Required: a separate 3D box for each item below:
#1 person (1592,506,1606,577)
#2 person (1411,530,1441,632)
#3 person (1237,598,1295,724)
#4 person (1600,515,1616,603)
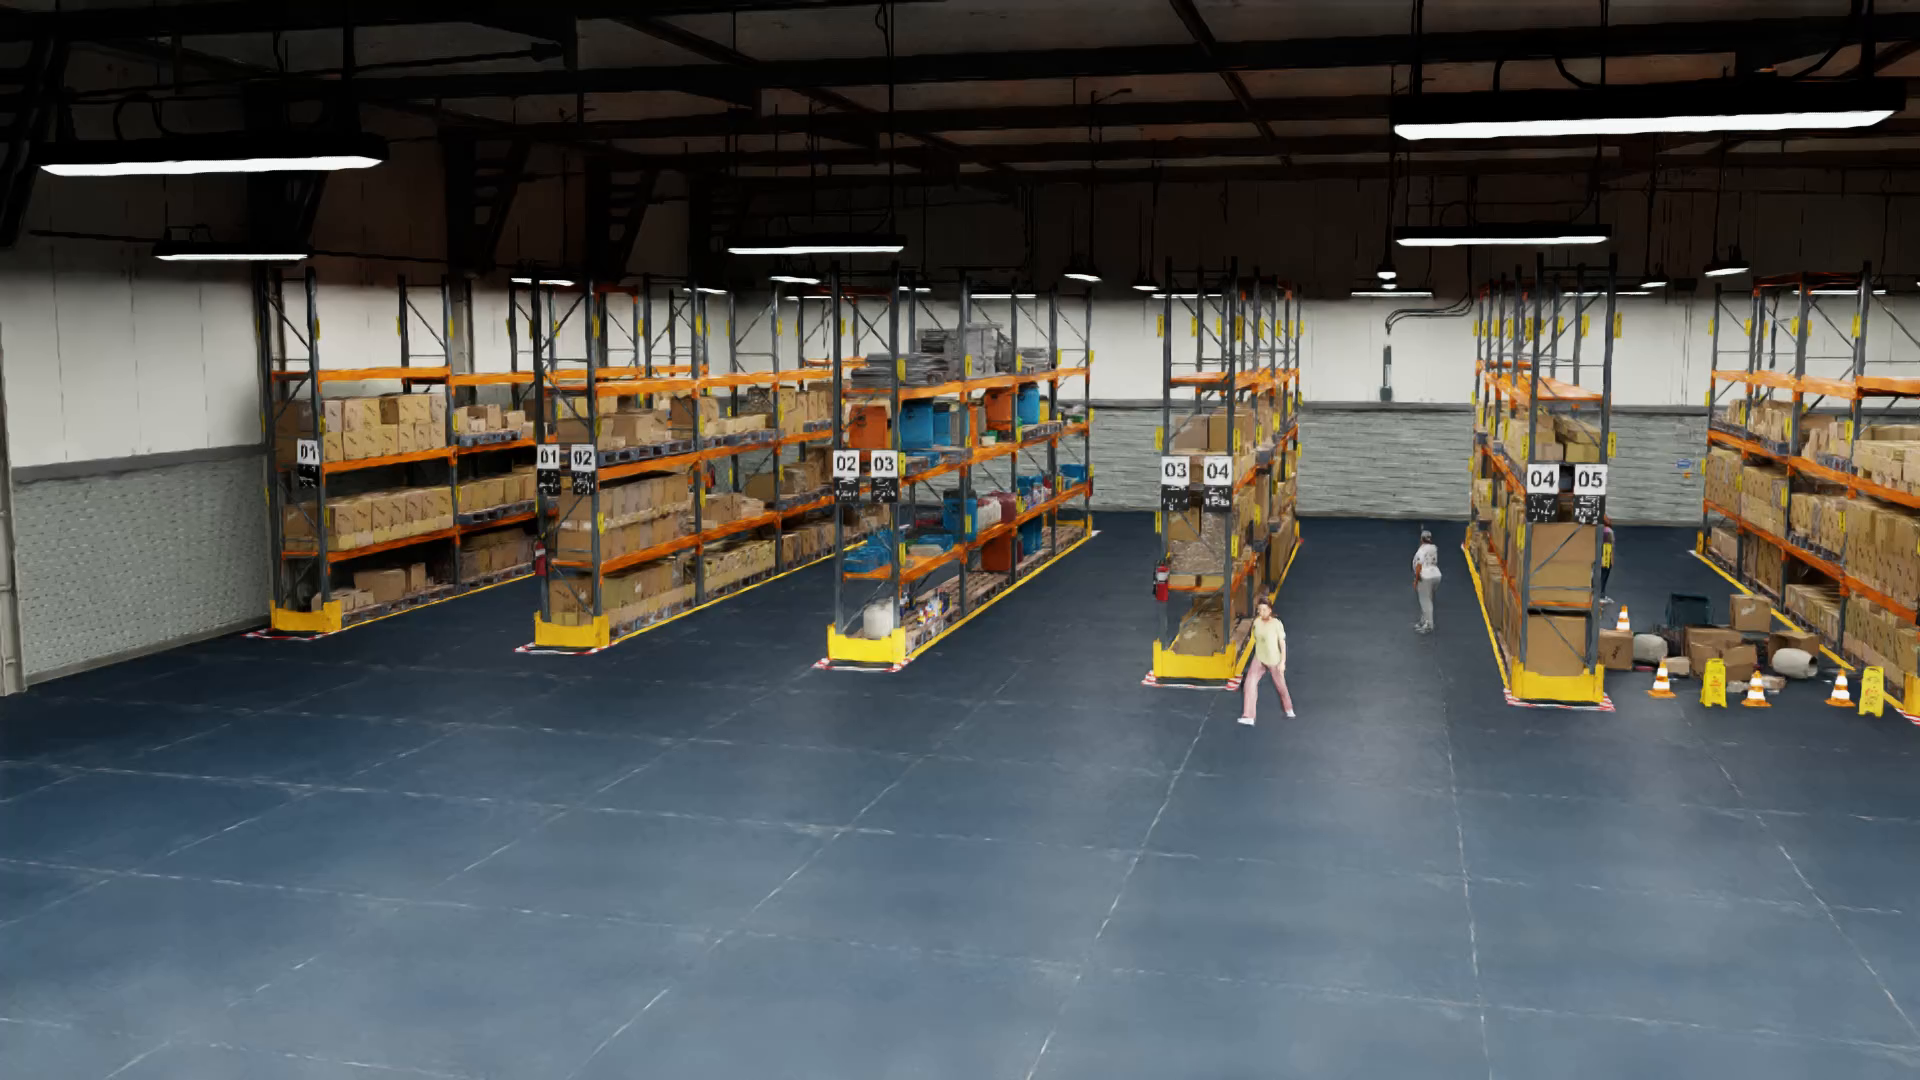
[{"bbox_3d":[12.833,-0.101,33.622,0.482,1.674,0.486,7,10,44],"label":"person"},{"bbox_3d":[7.722,0.668,27.648,0.600,1.660,0.541,-7,10,-43],"label":"person"},{"bbox_3d":[3.936,1.526,21.182,0.488,1.612,0.957,5,9,36],"label":"person"},{"bbox_3d":[11.832,0.343,30.494,0.405,1.587,0.468,-2,8,-17],"label":"person"}]
